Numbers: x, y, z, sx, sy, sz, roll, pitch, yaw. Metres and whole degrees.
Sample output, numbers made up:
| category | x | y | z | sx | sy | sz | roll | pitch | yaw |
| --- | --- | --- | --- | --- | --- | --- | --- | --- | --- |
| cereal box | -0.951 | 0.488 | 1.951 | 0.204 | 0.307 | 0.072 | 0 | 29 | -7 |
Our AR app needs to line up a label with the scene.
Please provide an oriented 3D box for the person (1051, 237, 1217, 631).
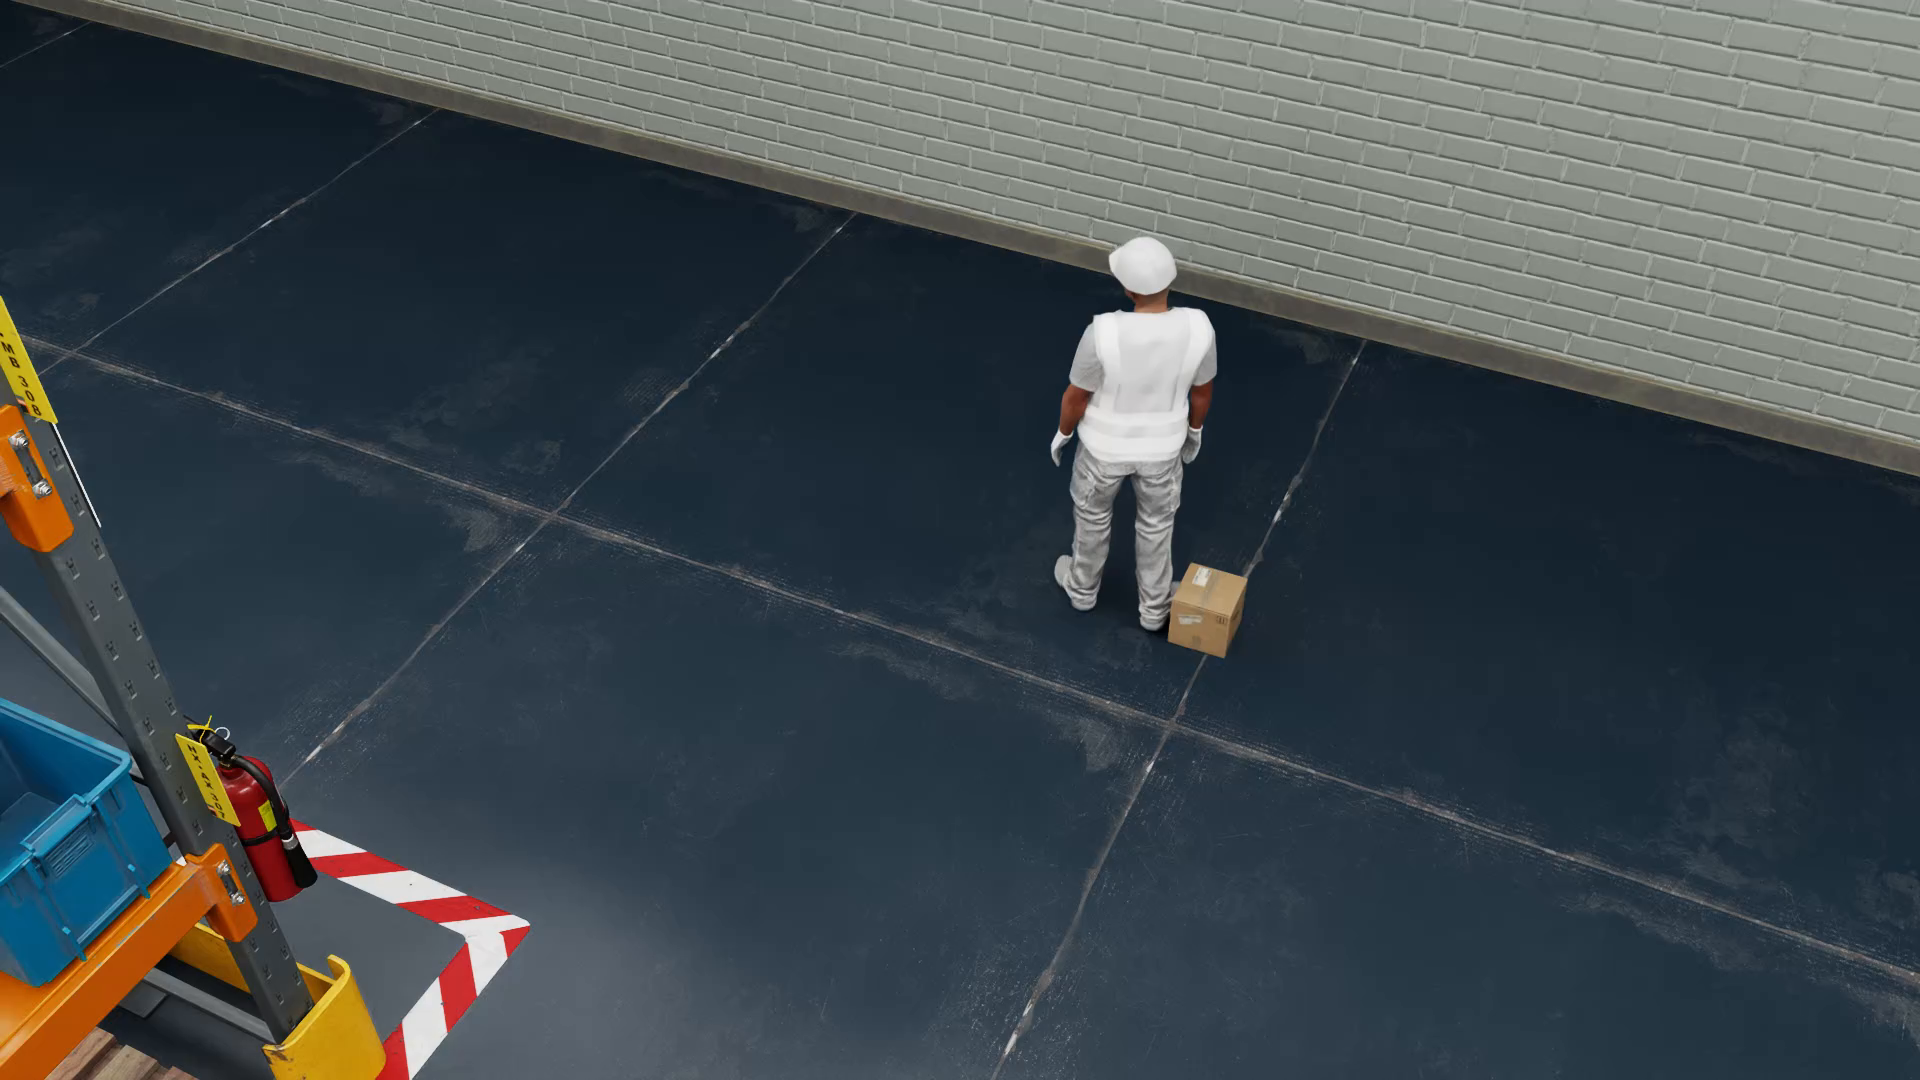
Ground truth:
| category | x | y | z | sx | sy | sz | roll | pitch | yaw |
| --- | --- | --- | --- | --- | --- | --- | --- | --- | --- |
| person | 0.667 | -0.413 | 6.564 | 0.617 | 1.784 | 0.460 | -3 | 42 | -3 |
